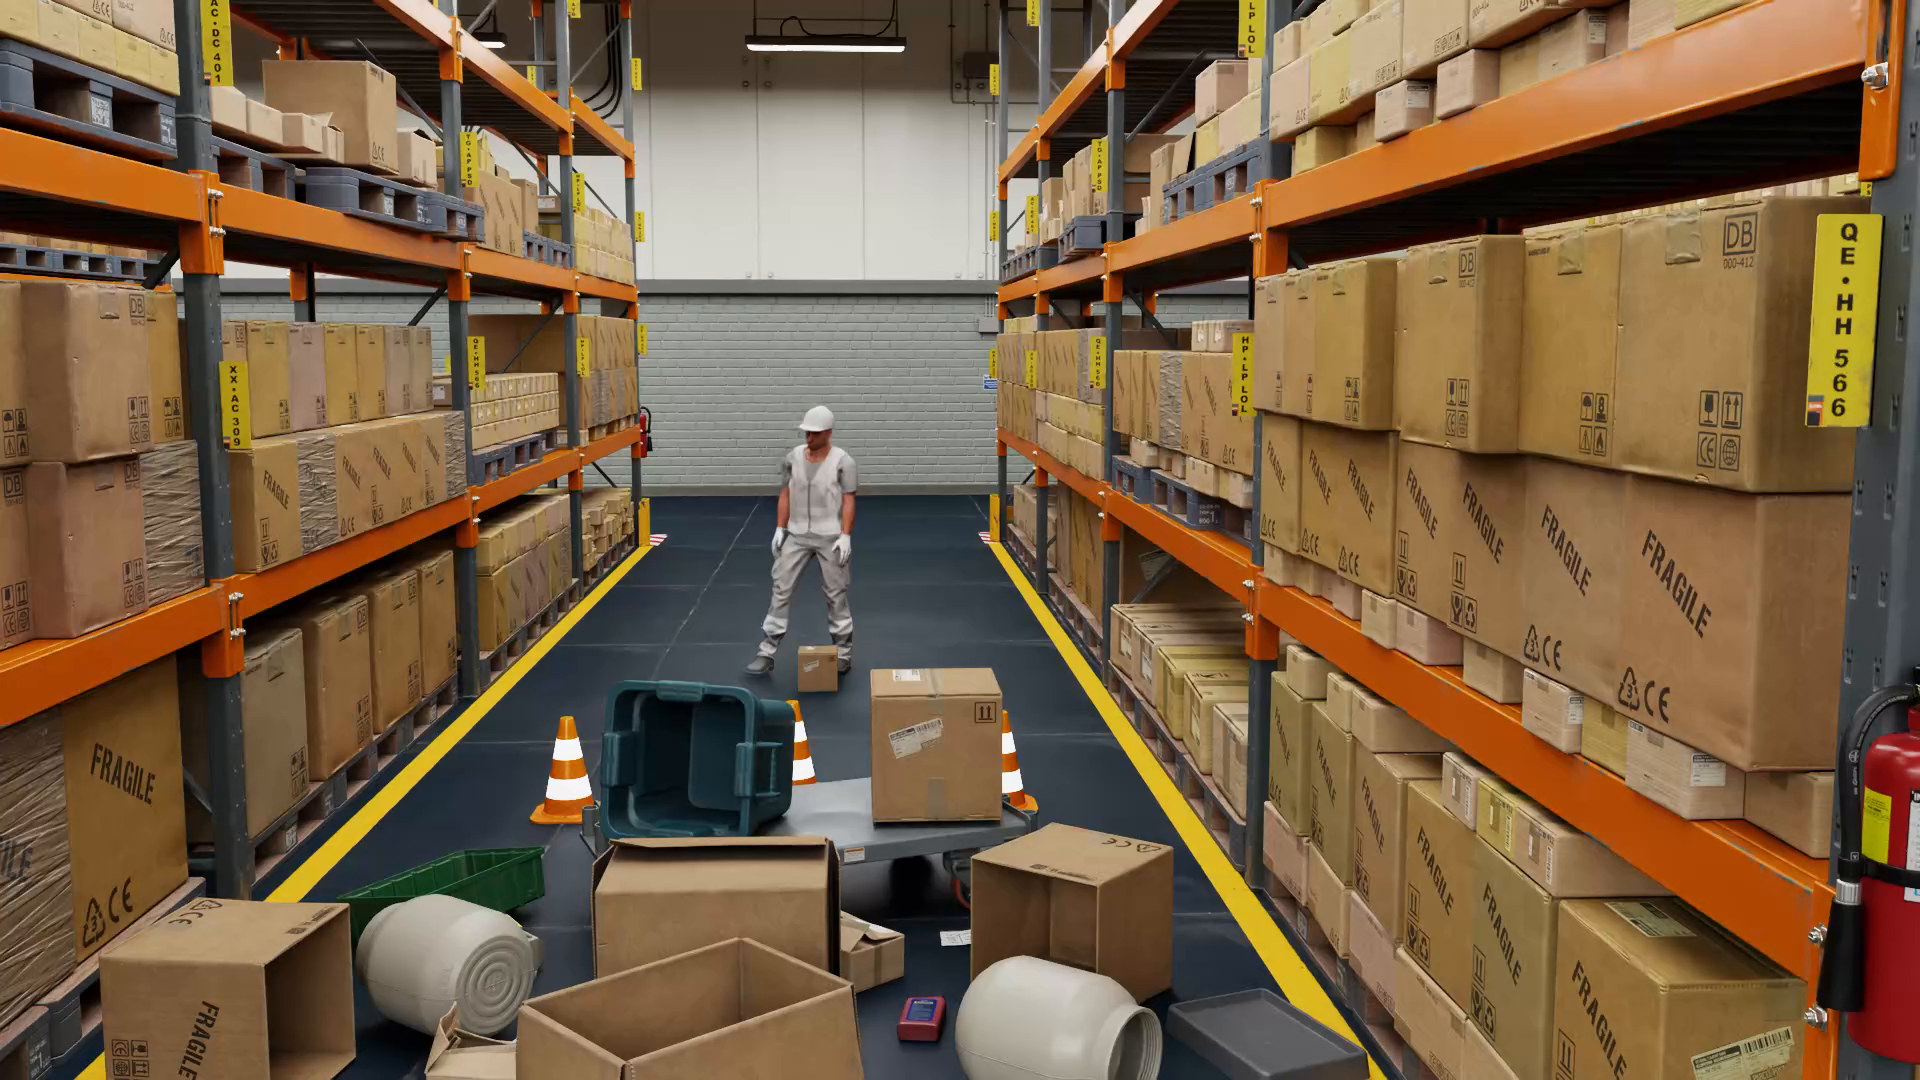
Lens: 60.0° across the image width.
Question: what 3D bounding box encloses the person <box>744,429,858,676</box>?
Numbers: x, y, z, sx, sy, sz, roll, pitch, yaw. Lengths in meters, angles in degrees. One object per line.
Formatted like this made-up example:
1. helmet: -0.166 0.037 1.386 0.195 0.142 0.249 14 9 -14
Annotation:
1. person: -13.670 1.077 2.212 21.024 1.748 23.708 2 7 14
